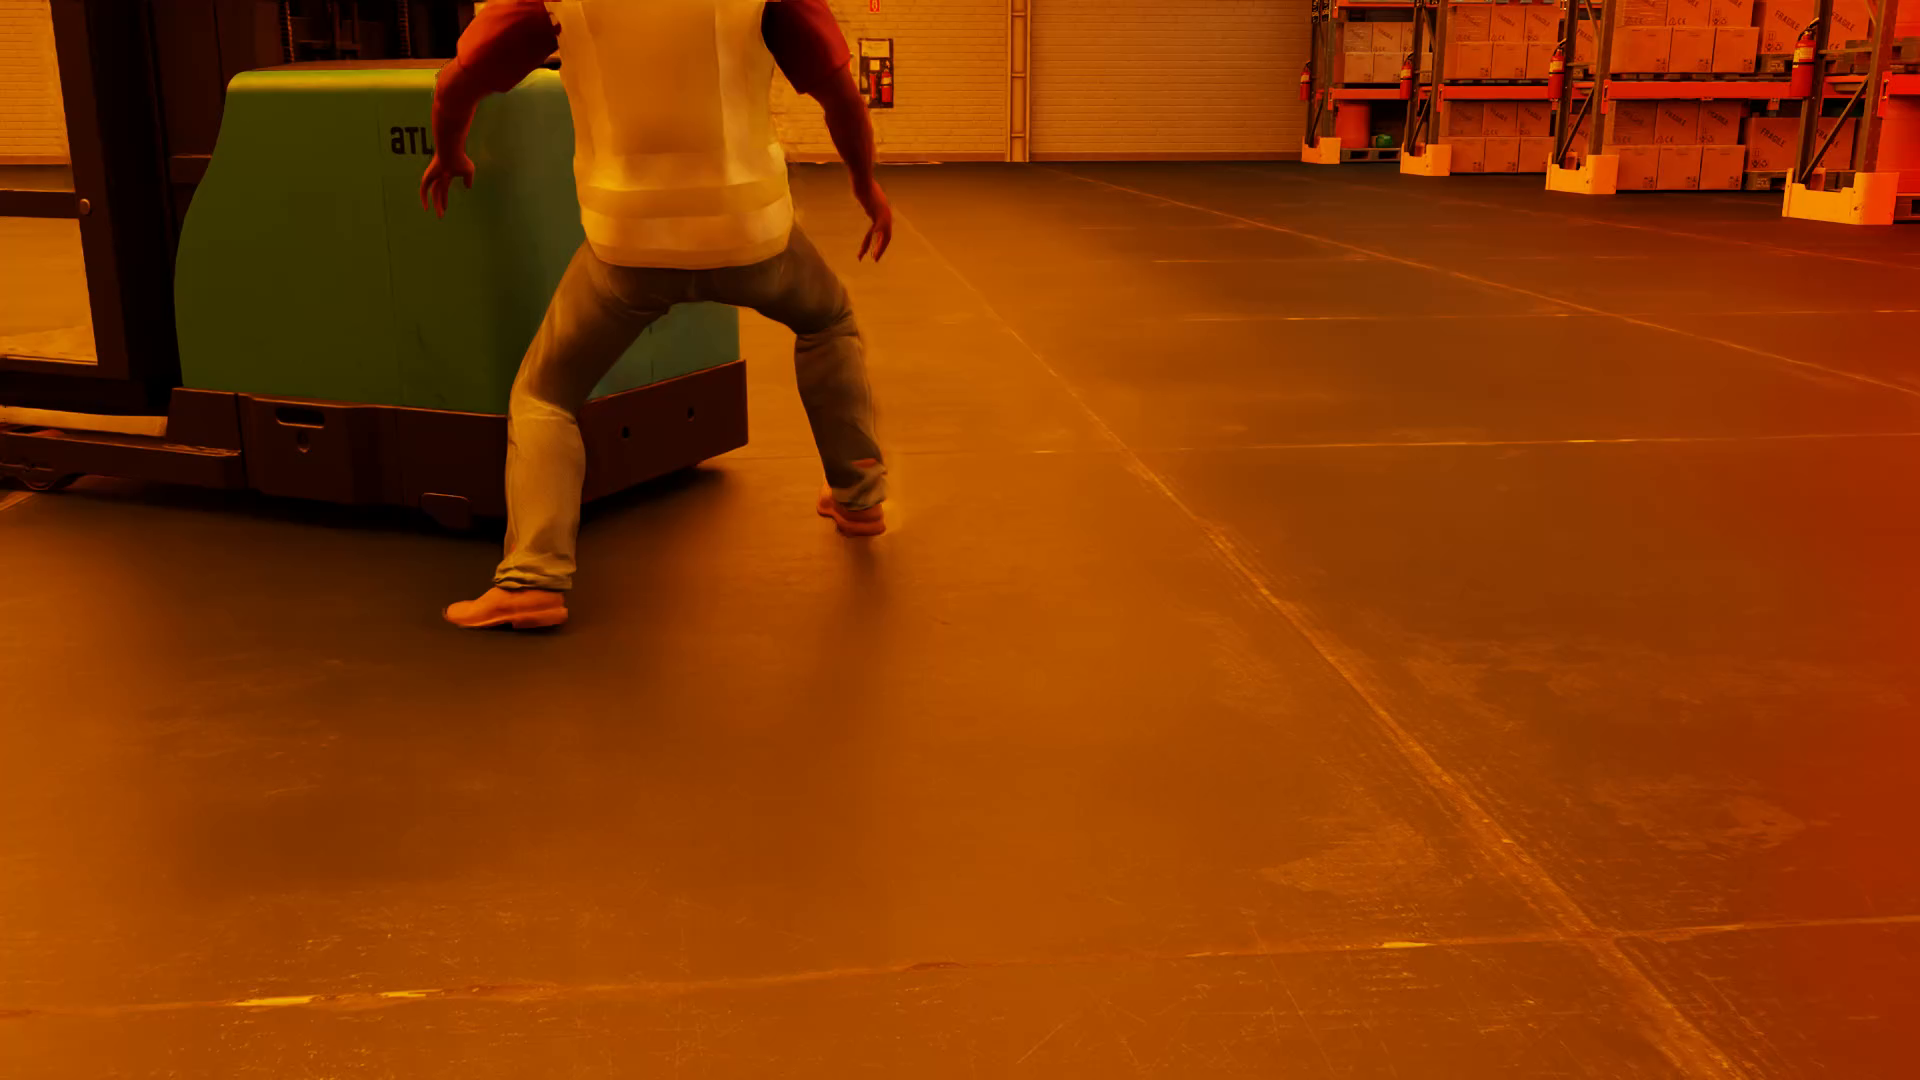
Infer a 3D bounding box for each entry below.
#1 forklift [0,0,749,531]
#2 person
[{"bbox_3d":[-2.163,-1.662,4.494,3.031,2.935,1.130,6,16,22],"label":"forklift"},{"bbox_3d":[-0.640,-0.683,3.440,1.011,1.631,0.815,-1,15,-5],"label":"person"}]
